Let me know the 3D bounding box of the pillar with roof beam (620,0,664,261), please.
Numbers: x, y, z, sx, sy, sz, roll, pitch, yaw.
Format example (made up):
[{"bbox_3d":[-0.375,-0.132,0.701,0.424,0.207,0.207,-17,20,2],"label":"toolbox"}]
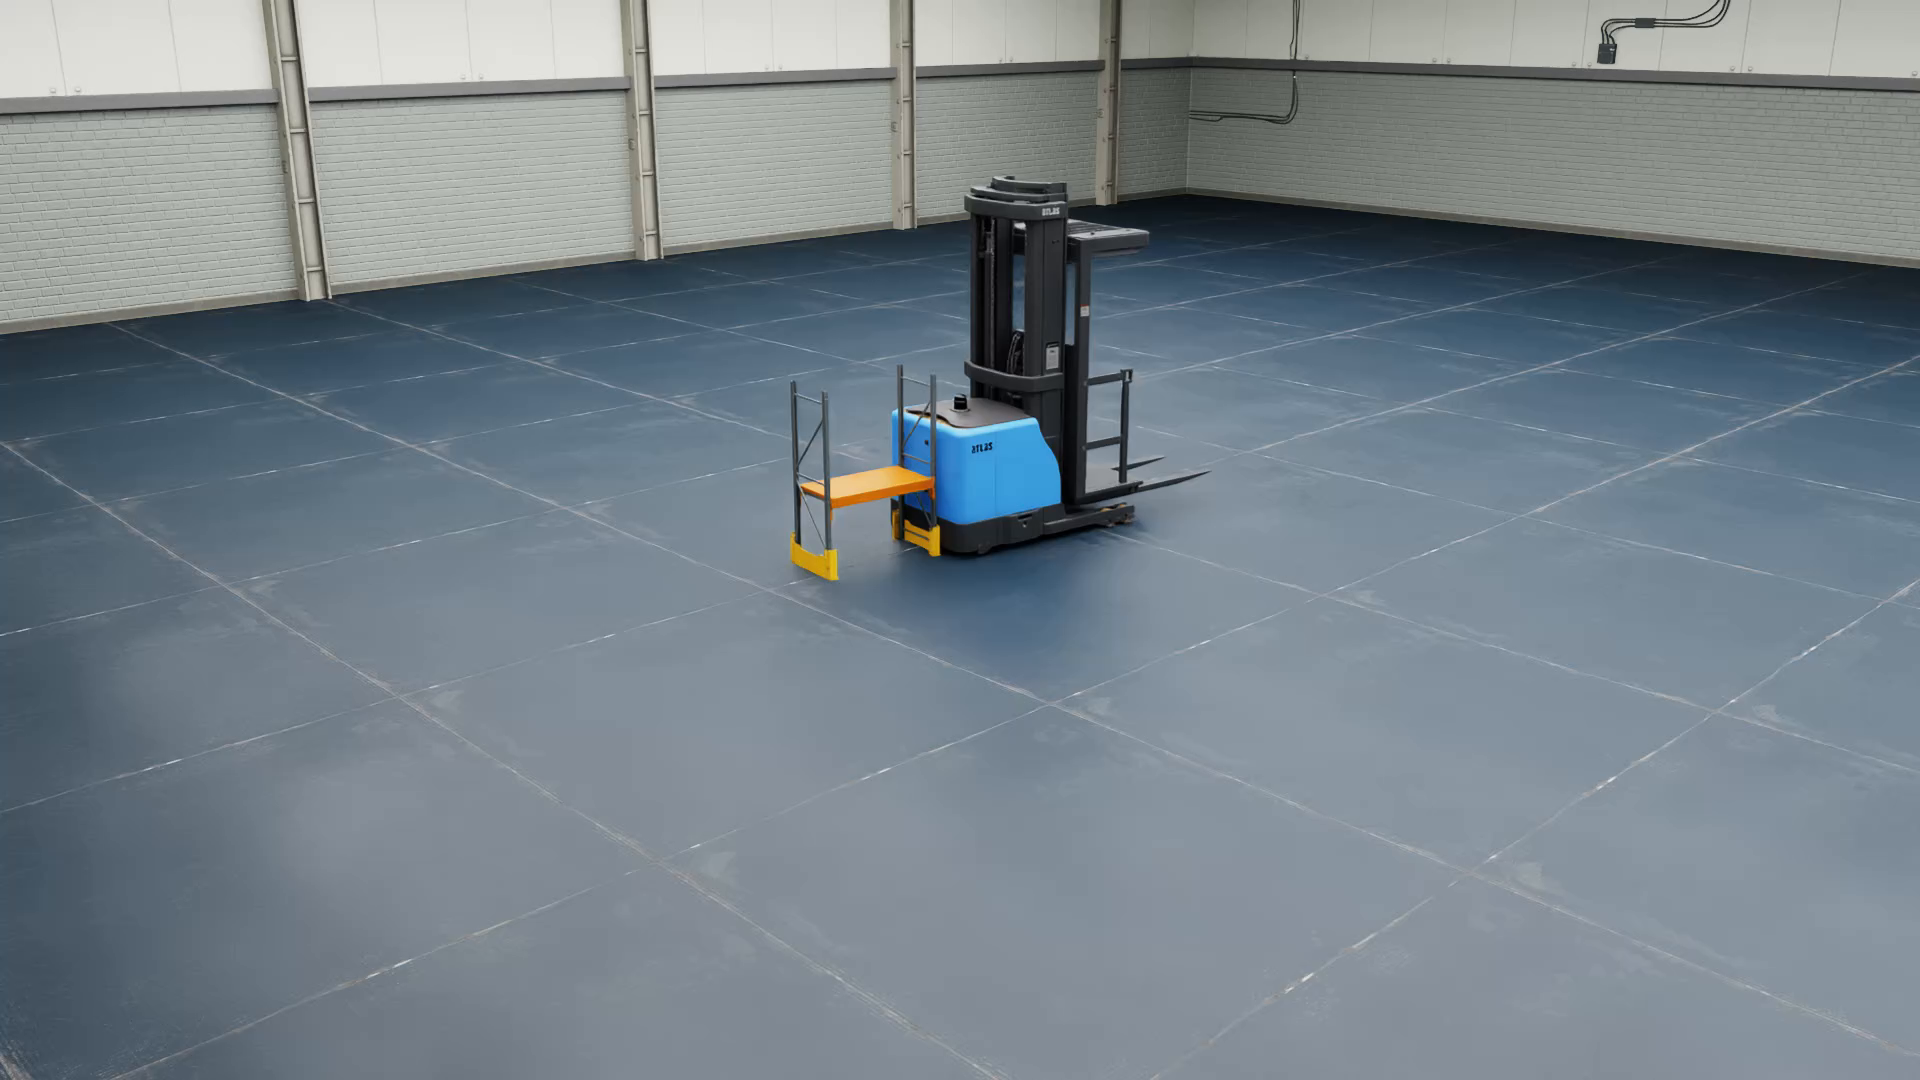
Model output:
[{"bbox_3d":[-2.506,-8.268,24.894,0.400,9.000,9.100,-16,24,-41],"label":"pillar with roof beam"}]

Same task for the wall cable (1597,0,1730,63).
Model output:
[{"bbox_3d":[12.815,-11.590,29.627,0.169,6.003,2.305,-16,24,-41],"label":"wall cable"}]

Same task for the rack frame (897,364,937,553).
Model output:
[{"bbox_3d":[-0.349,-0.656,13.577,0.032,1.500,0.500,-13,22,-35],"label":"rack frame"}]

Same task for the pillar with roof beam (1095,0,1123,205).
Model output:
[{"bbox_3d":[6.213,-10.811,32.737,0.400,9.000,9.100,-16,24,-41],"label":"pillar with roof beam"}]

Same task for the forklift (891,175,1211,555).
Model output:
[{"bbox_3d":[0.896,-1.620,14.228,3.031,2.935,1.130,-13,22,-35],"label":"forklift"}]

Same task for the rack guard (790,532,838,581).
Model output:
[{"bbox_3d":[-1.160,0.127,13.188,0.087,0.250,0.587,-13,22,-35],"label":"rack guard"}]

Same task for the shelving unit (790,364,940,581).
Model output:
[{"bbox_3d":[-0.762,-0.560,13.281,1.083,1.500,0.587,-13,22,-35],"label":"shelving unit"}]

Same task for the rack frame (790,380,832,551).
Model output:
[{"bbox_3d":[-1.161,-0.468,12.995,0.032,1.500,0.500,-13,22,-35],"label":"rack frame"}]

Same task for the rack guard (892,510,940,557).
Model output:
[{"bbox_3d":[-0.365,-0.058,13.759,0.087,0.250,0.587,-13,22,-35],"label":"rack guard"}]

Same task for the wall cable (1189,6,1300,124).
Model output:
[{"bbox_3d":[6.305,-10.626,37.203,0.112,2.526,3.097,-16,24,-41],"label":"wall cable"}]

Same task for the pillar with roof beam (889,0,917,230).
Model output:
[{"bbox_3d":[1.853,-9.539,28.816,0.400,9.000,9.100,-16,24,-41],"label":"pillar with roof beam"}]

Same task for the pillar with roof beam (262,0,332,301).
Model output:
[{"bbox_3d":[-6.866,-6.996,20.973,0.400,9.000,9.100,-16,24,-41],"label":"pillar with roof beam"}]

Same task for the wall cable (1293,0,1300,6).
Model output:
[{"bbox_3d":[8.163,-12.422,34.554,0.112,2.526,3.097,-16,24,-41],"label":"wall cable"}]

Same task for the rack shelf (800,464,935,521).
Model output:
[{"bbox_3d":[-0.755,-0.391,13.342,1.000,0.185,0.538,-13,22,-35],"label":"rack shelf"}]
